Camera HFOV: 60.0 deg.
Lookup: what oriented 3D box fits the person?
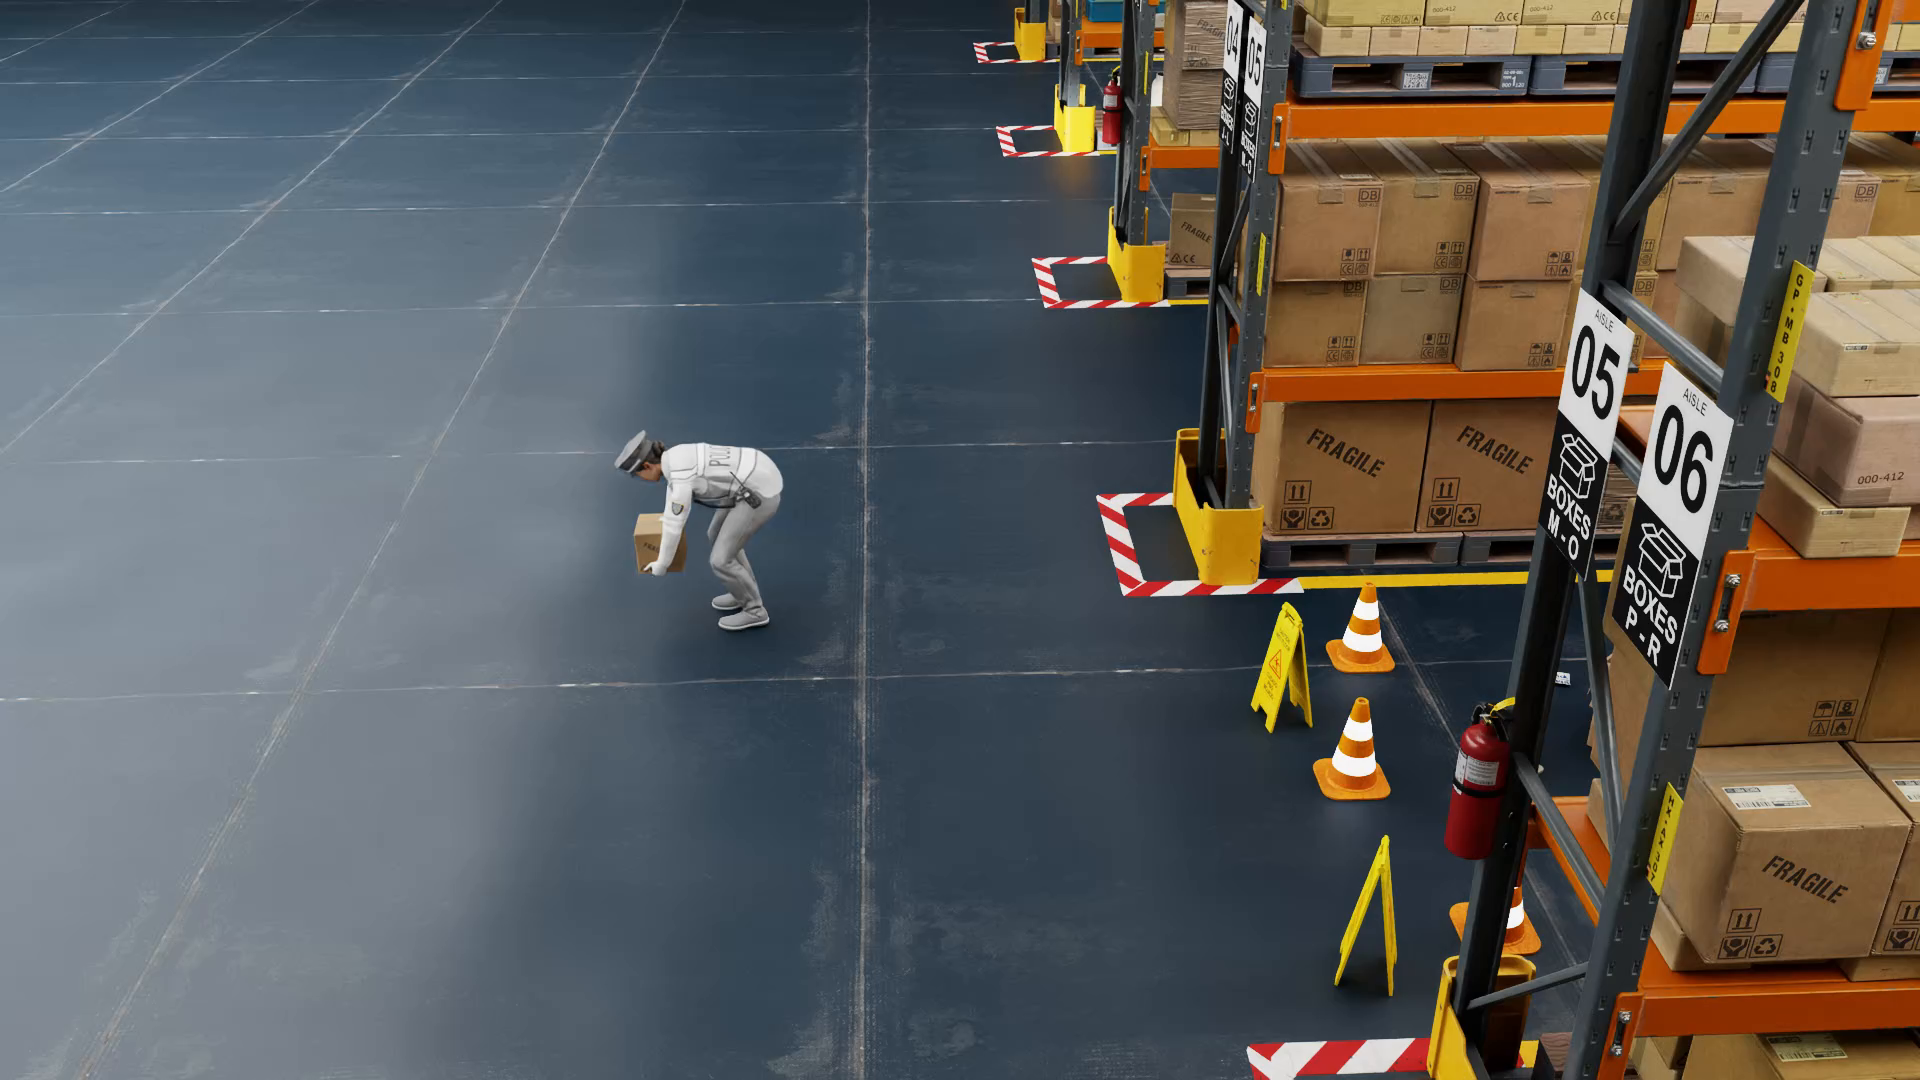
[{"bbox_3d":[-1.438,-0.095,9.288,0.903,1.215,0.425,-2,28,-5],"label":"person"}]
